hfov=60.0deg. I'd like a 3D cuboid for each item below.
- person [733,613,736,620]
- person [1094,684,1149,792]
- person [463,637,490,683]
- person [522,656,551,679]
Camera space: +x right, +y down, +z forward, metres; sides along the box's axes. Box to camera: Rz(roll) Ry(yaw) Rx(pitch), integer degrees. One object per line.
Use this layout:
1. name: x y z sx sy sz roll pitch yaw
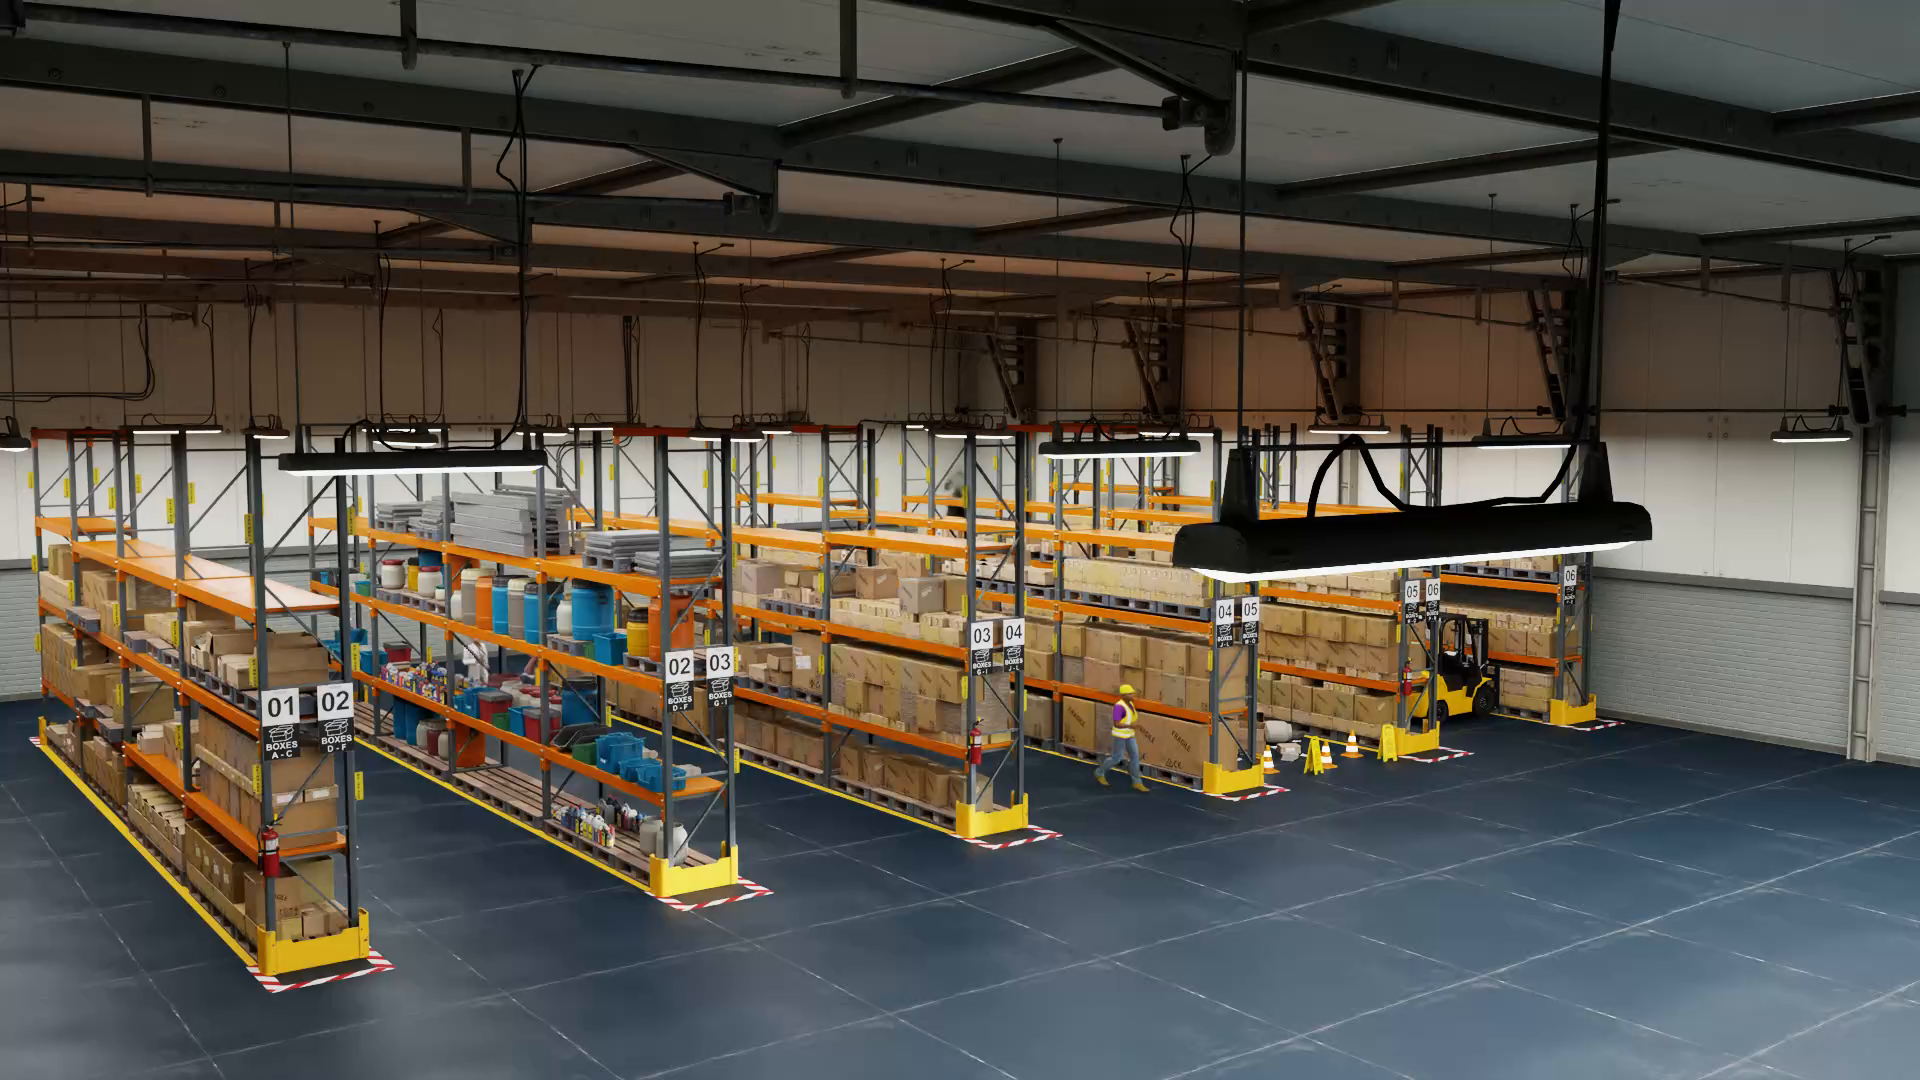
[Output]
1. person: -5.651 2.212 41.697 0.873 1.755 0.734 -1 5 -18
2. person: 2.683 3.267 27.601 0.984 1.767 0.660 3 5 35
3. person: -9.851 2.789 33.930 0.868 1.852 0.687 4 6 44
4. person: -9.832 2.459 38.831 0.793 1.725 0.549 -1 5 -12
